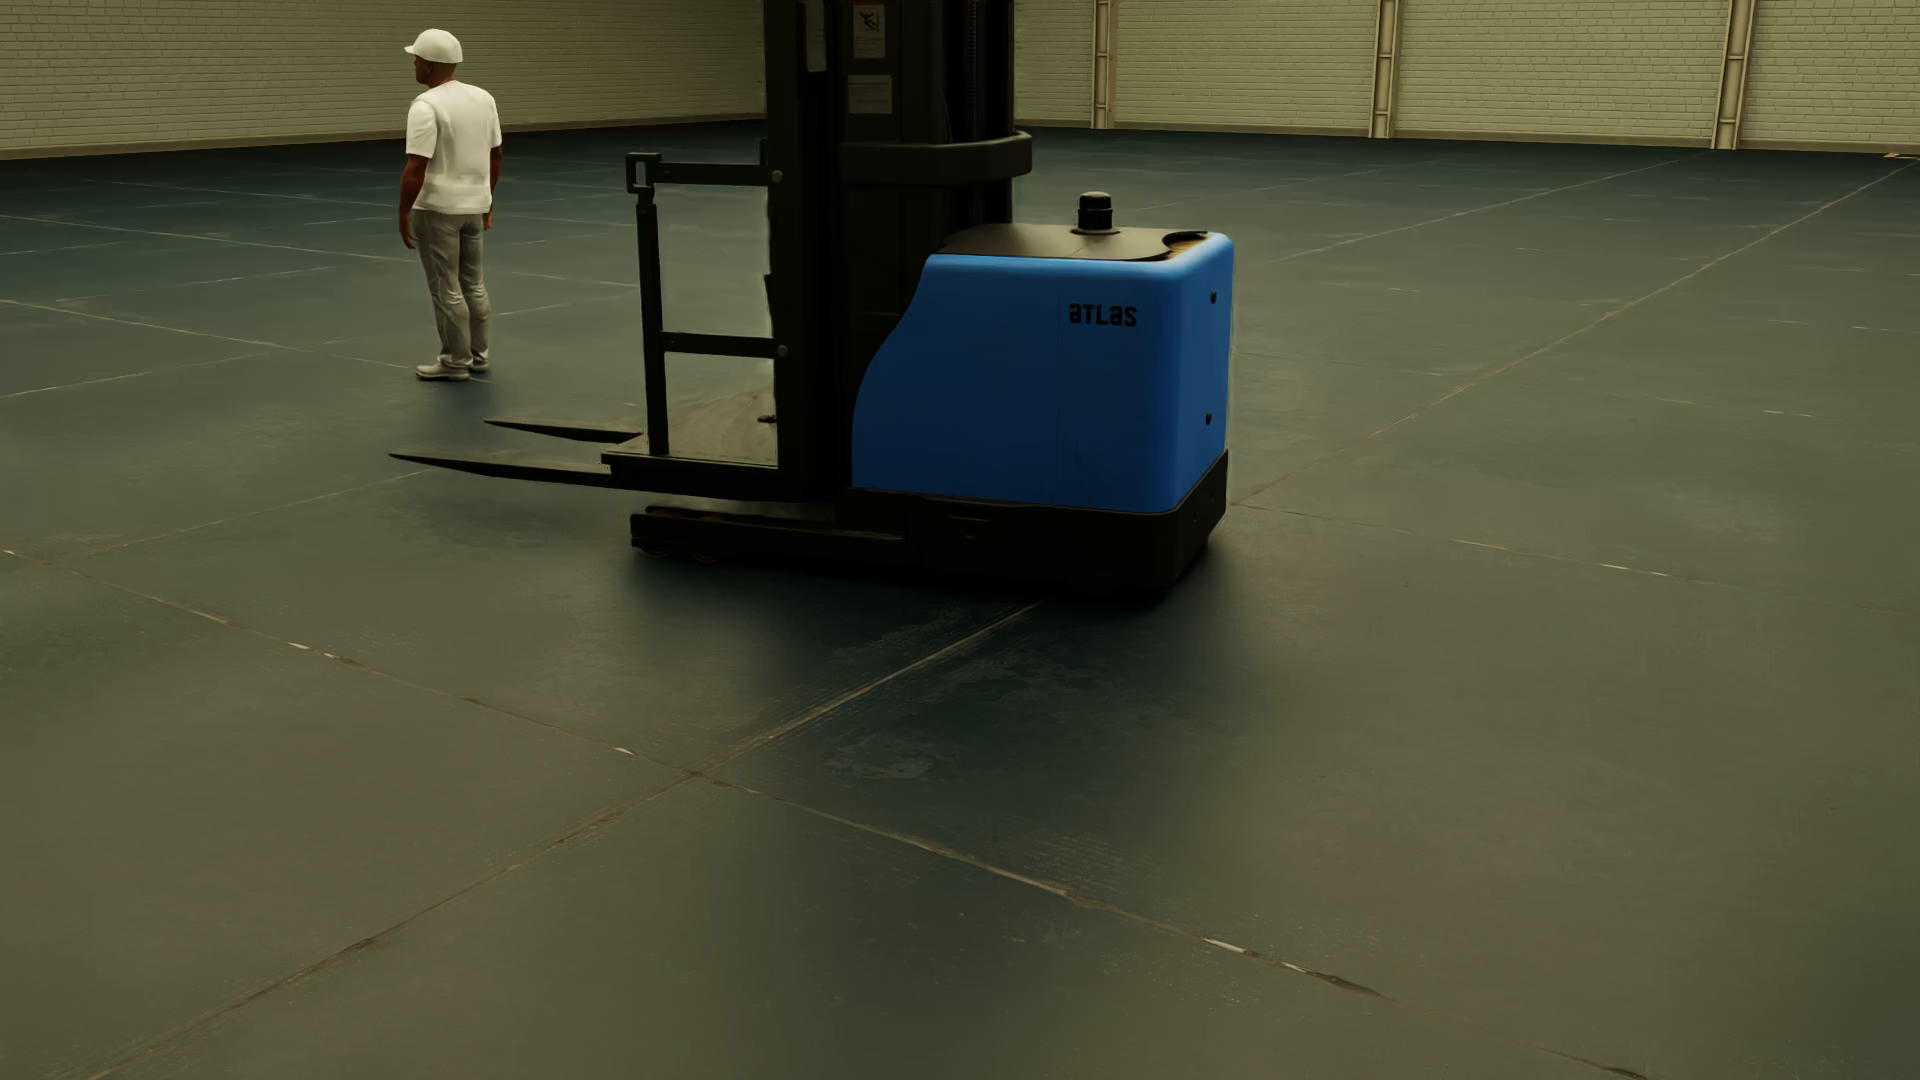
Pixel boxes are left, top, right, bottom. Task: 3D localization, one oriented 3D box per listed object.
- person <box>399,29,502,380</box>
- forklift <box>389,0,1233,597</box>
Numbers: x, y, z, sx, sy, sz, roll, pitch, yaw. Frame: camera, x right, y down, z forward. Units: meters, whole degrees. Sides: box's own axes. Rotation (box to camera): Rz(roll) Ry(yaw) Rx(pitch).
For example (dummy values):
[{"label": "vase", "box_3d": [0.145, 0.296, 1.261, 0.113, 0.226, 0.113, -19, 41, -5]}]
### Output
[{"label": "person", "box_3d": [-2.683, -1.714, 8.583, 0.559, 1.769, 0.664, 8, 19, 26]}, {"label": "forklift", "box_3d": [-0.612, -1.461, 5.717, 3.031, 2.935, 1.130, 6, 18, 18]}]
